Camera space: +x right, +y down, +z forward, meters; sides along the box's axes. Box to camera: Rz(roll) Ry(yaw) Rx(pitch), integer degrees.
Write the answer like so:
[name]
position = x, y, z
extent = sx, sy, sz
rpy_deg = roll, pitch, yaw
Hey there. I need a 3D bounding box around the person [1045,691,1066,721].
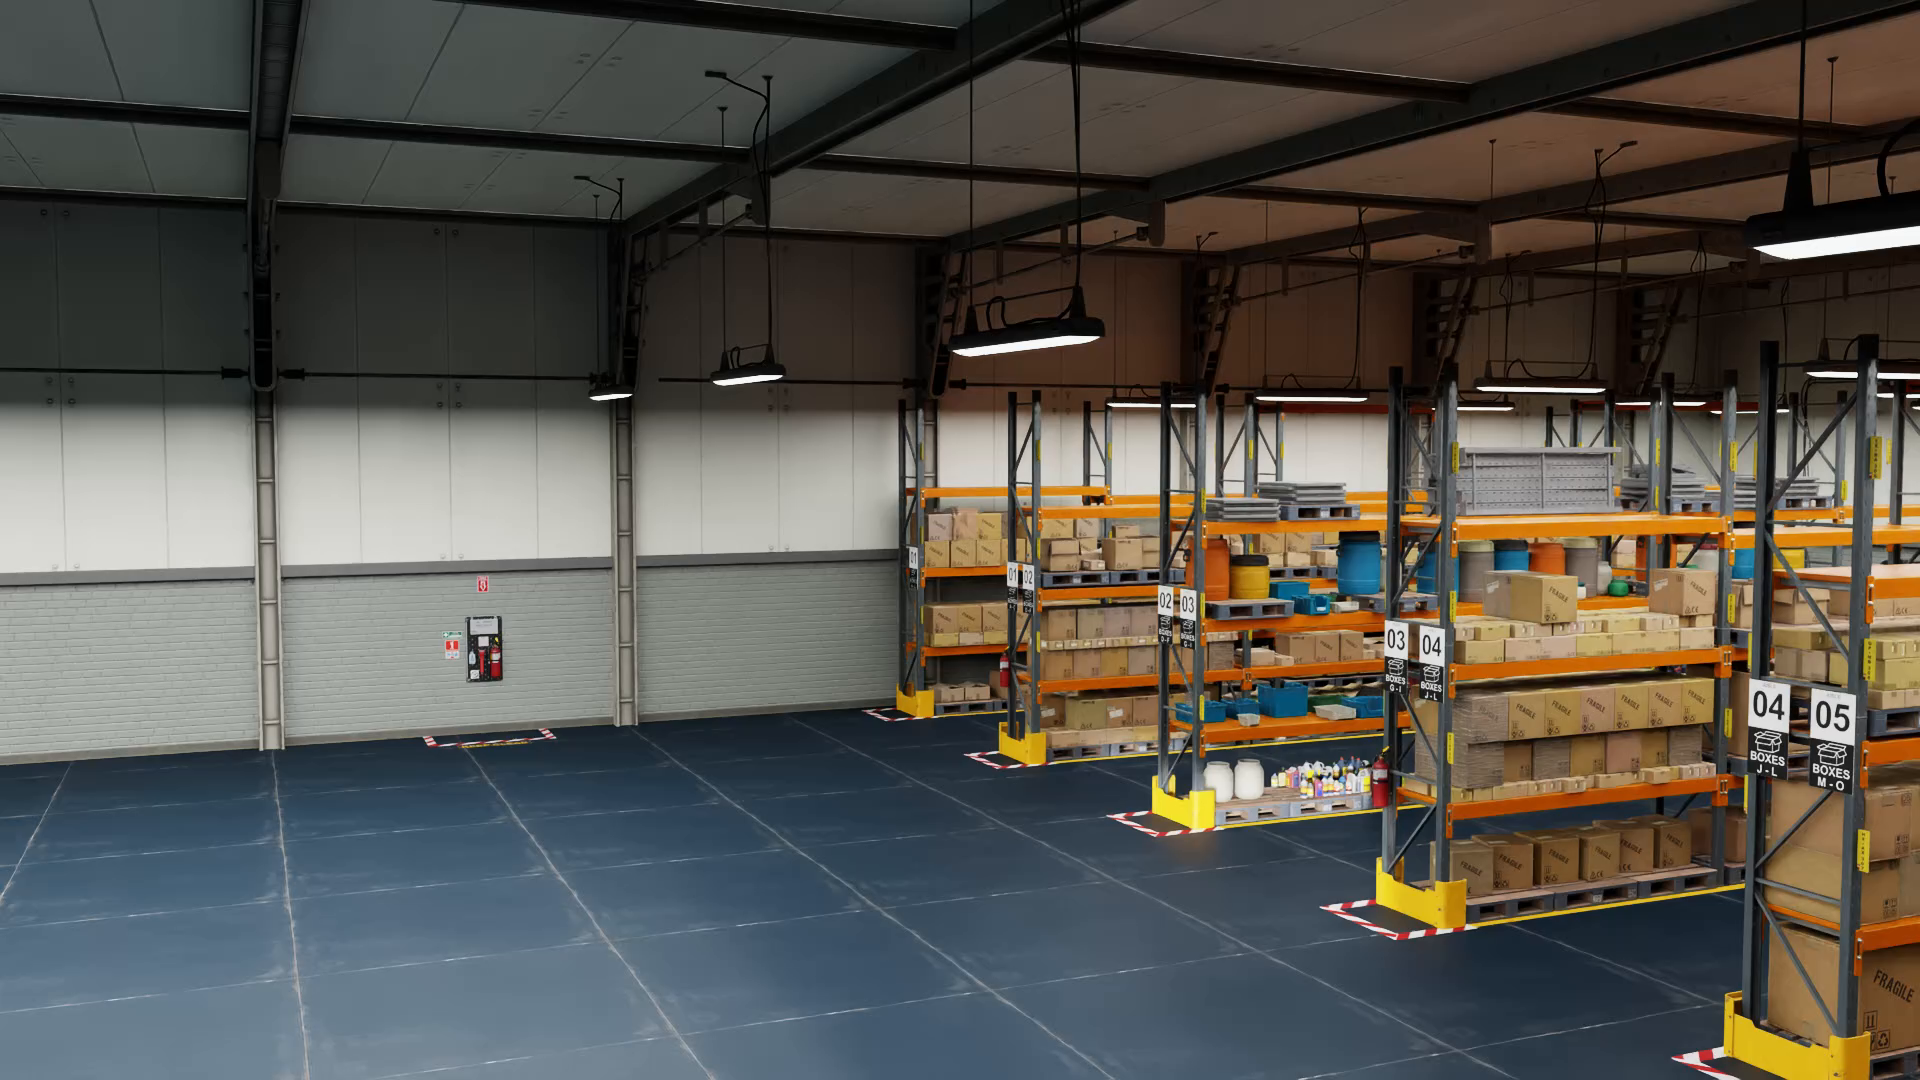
[person]
position = 1.718, 2.556, 29.700
extent = 0.526, 1.847, 0.603
rpy_deg = -1, 4, -23
